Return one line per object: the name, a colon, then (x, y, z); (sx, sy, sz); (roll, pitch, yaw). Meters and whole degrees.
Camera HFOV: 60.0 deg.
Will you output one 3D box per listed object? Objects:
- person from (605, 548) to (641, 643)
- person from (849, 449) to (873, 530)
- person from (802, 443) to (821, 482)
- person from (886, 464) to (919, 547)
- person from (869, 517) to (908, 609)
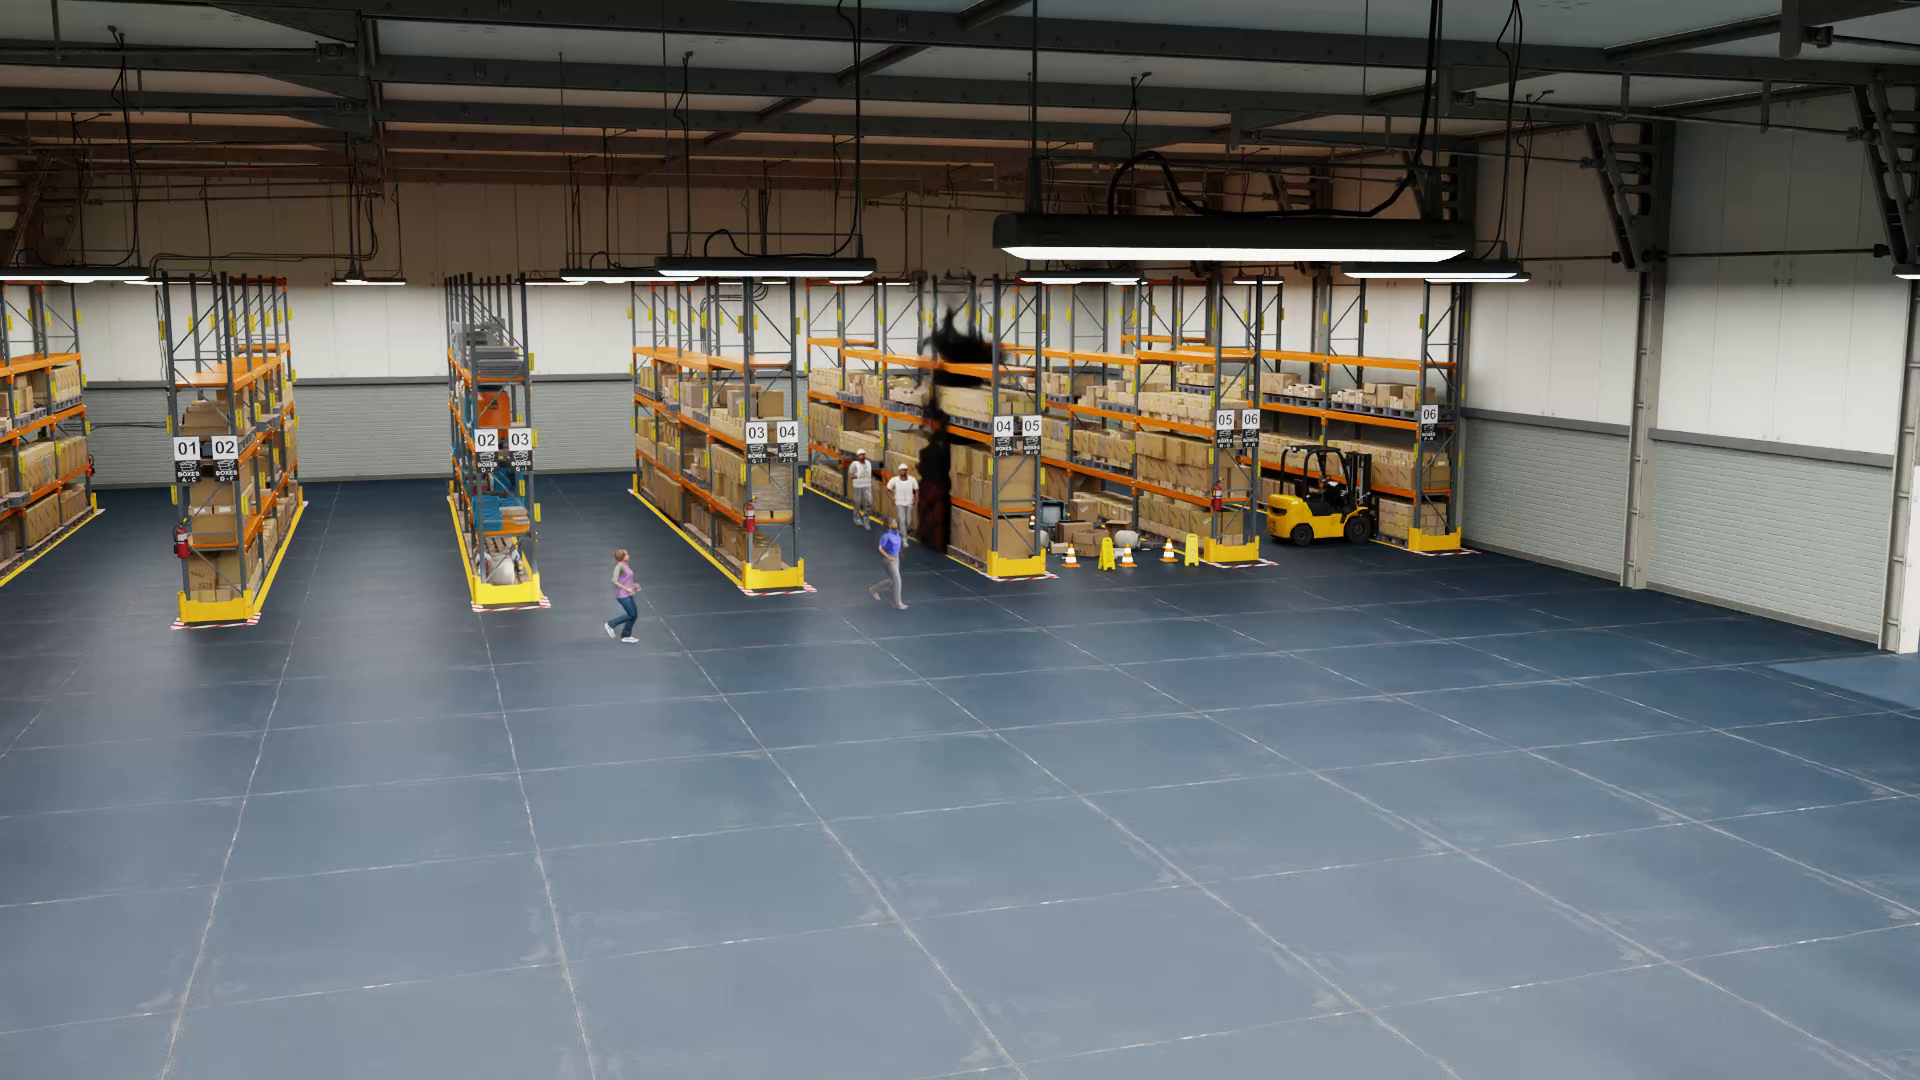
person: (-5.479, 0.902, 26.990); (0.565, 1.547, 0.537); (0, 9, 2)
person: (-2.207, -1.151, 38.023); (0.659, 1.868, 0.671); (-4, 10, -26)
person: (-4.294, -2.592, 49.665); (0.897, 1.714, 0.639); (-2, 9, -15)
person: (-1.204, -0.754, 35.393); (0.713, 1.761, 0.729); (-2, 9, -14)
person: (-1.279, 0.431, 29.970); (0.767, 1.591, 0.574); (4, 9, 23)
